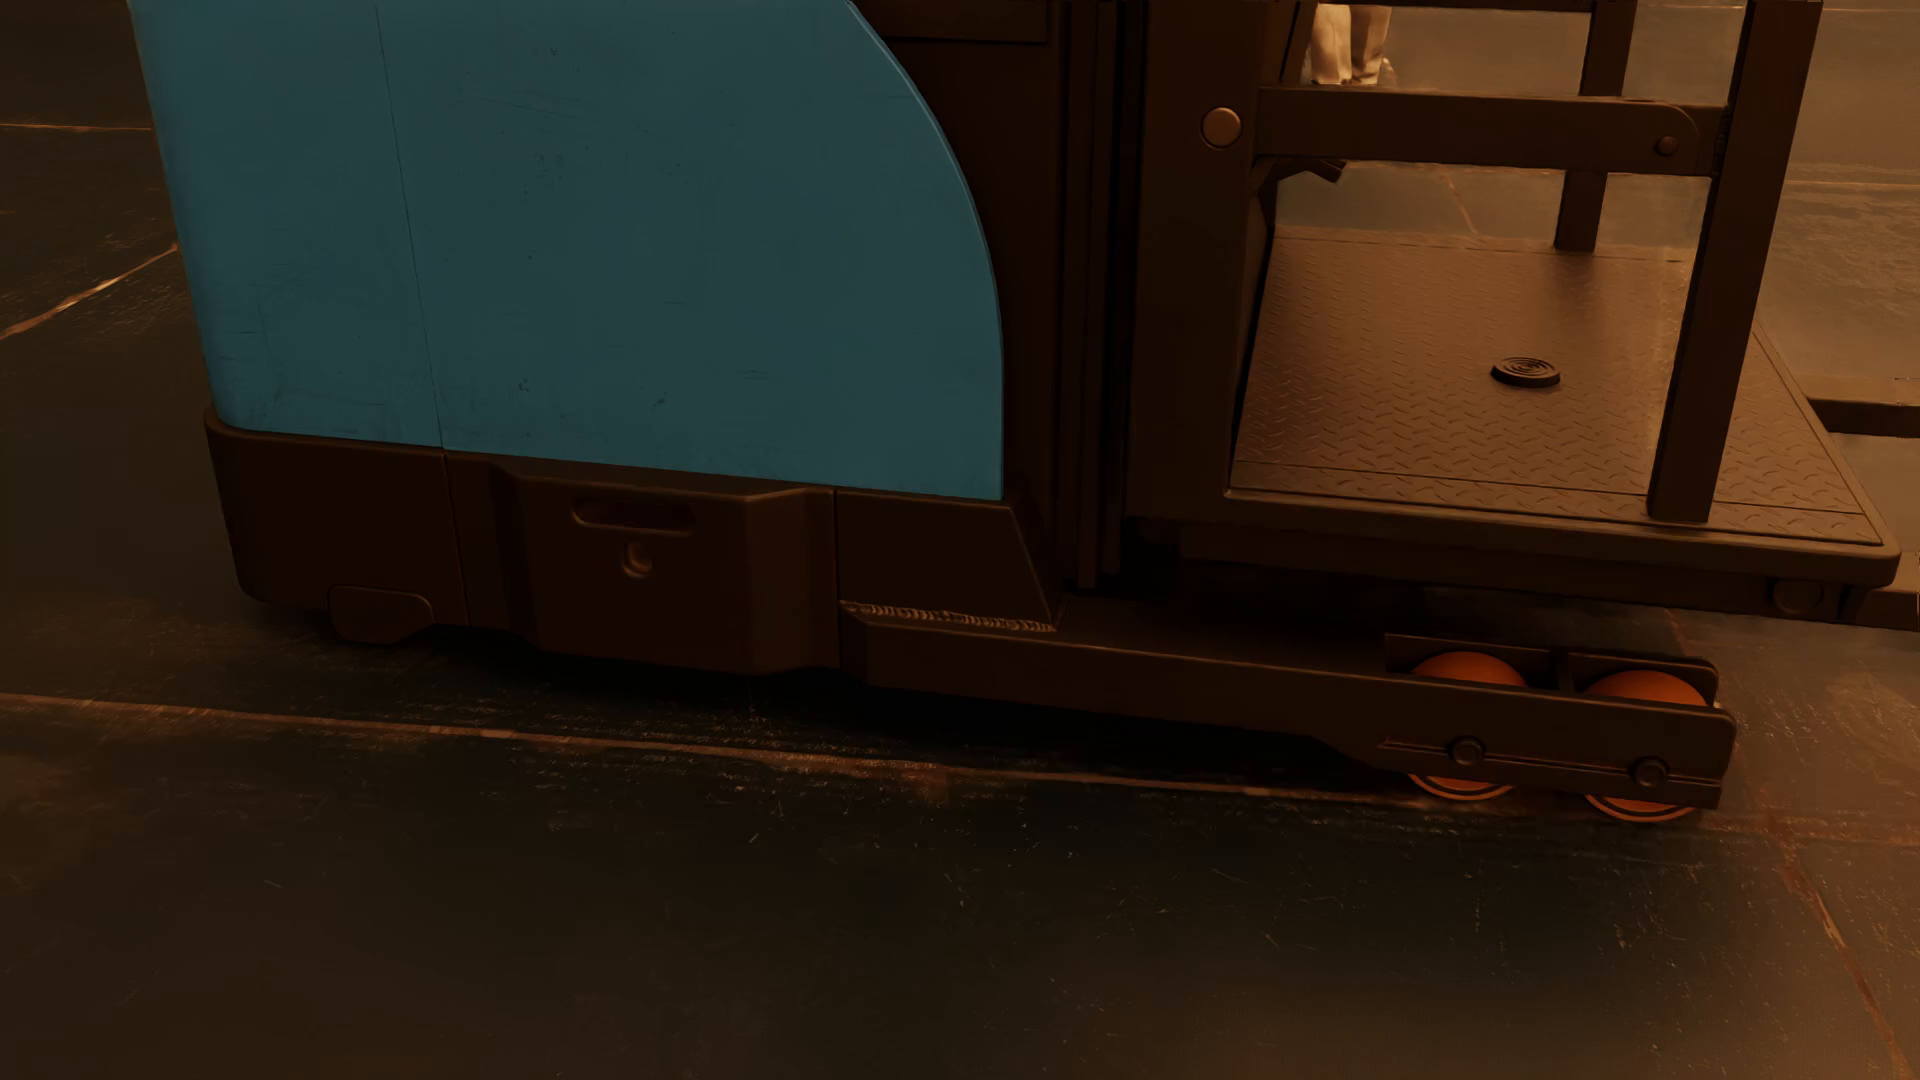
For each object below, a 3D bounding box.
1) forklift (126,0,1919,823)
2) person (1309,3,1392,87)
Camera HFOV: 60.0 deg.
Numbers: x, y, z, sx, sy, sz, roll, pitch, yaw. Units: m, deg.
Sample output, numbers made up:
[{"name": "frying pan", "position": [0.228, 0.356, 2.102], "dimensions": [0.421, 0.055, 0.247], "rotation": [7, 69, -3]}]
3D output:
[{"name": "forklift", "position": [0.598, -1.256, 1.734], "dimensions": [3.031, 2.935, 1.130], "rotation": [6, 27, 11]}, {"name": "person", "position": [1.194, -2.040, 4.789], "dimensions": [0.912, 1.664, 0.684], "rotation": [0, 27, -1]}]
